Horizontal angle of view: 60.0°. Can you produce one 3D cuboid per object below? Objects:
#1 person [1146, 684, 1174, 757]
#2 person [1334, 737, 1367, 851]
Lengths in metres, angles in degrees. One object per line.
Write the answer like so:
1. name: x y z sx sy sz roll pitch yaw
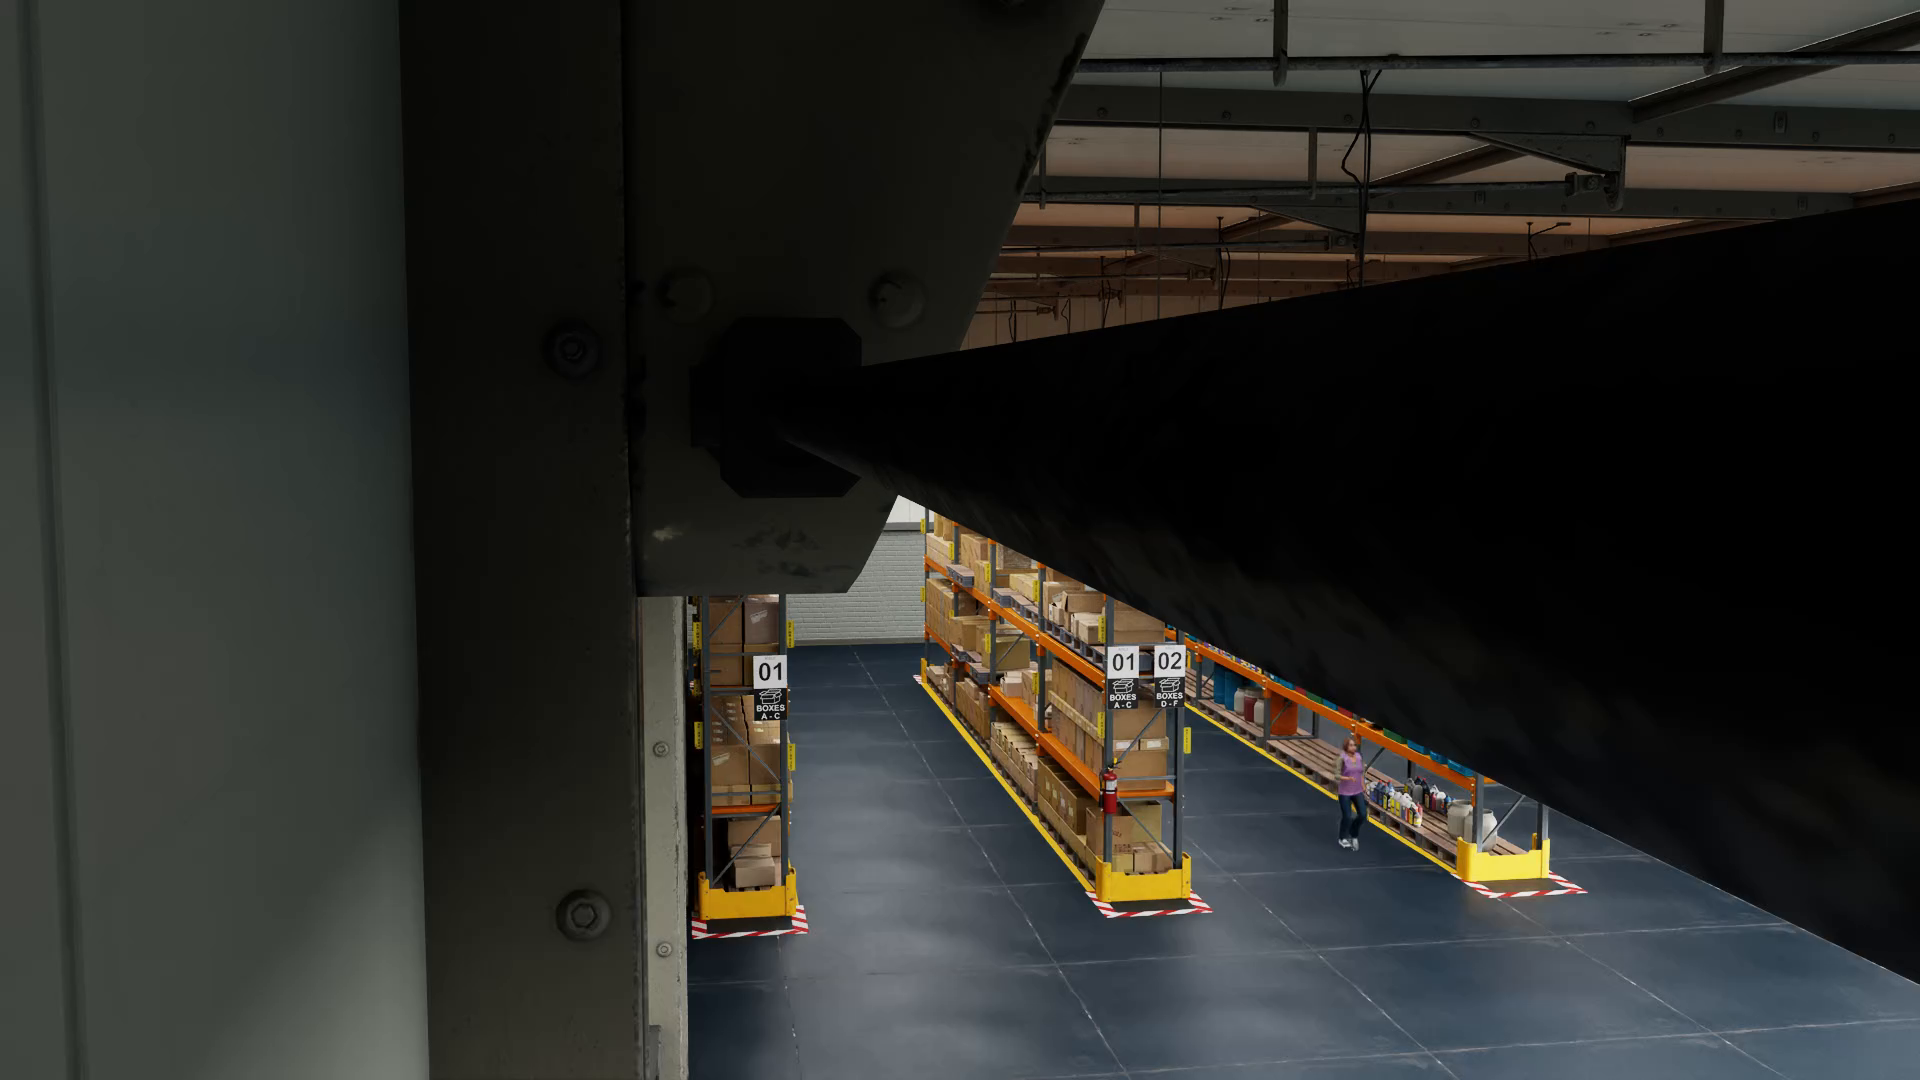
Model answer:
1. person: 3.610 2.850 29.423 0.597 1.803 0.967 -2 5 -22
2. person: 5.421 3.516 22.974 0.516 1.588 0.608 -1 5 -11
